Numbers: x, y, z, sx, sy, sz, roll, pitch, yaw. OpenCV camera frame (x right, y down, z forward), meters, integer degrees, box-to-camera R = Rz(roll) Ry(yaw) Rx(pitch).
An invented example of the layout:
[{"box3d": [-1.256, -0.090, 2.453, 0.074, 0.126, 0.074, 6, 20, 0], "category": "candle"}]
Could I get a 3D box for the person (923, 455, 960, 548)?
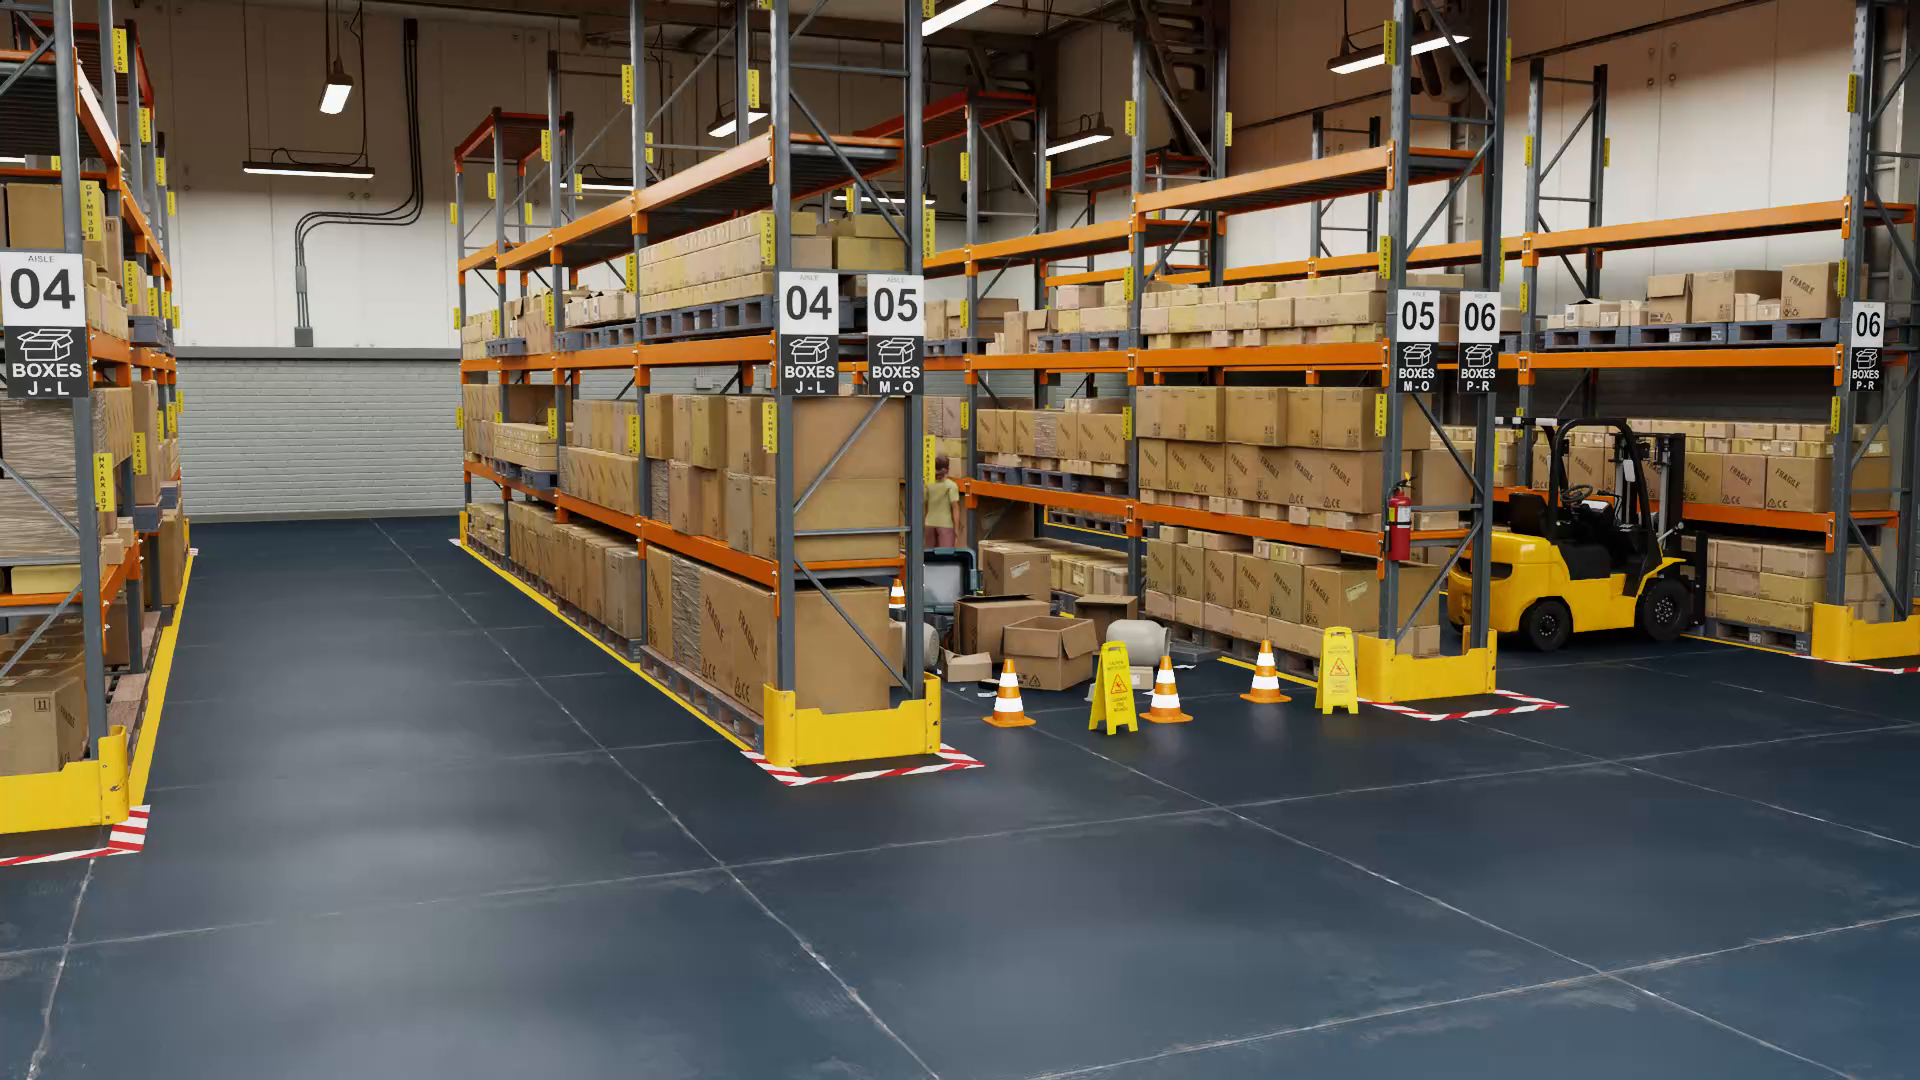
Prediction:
[{"box3d": [-0.202, -0.100, 18.255, 0.519, 1.674, 0.429, 3, 6, 27], "category": "person"}]
